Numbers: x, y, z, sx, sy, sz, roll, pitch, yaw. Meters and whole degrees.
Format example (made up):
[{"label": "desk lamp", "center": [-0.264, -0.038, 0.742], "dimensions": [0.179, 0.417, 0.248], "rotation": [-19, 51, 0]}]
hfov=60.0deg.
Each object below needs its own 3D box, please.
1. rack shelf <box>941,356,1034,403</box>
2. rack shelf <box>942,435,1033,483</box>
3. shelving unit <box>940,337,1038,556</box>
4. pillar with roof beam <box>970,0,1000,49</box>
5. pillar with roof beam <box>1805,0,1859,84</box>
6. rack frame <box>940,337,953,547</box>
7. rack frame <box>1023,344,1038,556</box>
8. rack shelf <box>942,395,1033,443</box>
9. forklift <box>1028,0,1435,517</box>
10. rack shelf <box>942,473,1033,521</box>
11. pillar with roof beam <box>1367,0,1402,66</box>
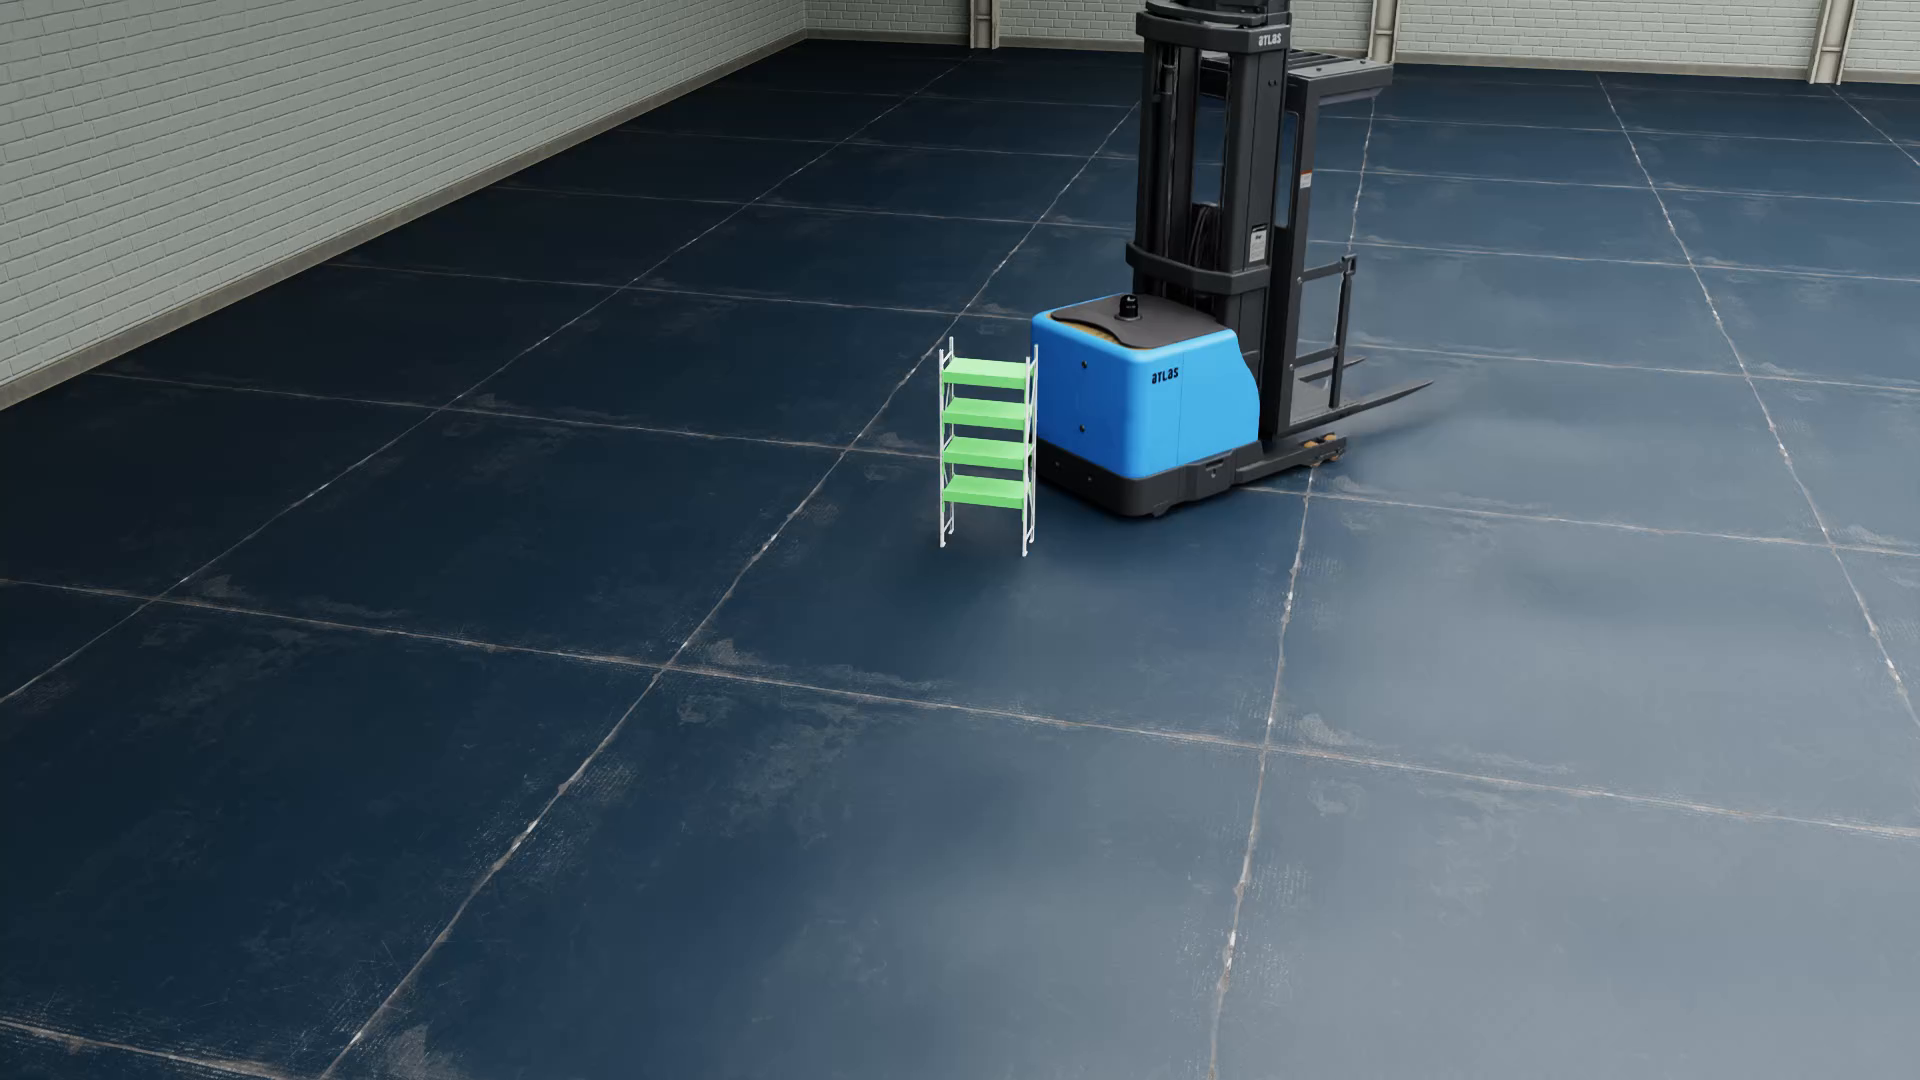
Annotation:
[{"label": "rack shelf", "center": [0.160, -0.900, 9.276], "dimensions": [0.480, 0.148, 0.258], "rotation": [6, 26, 13]}, {"label": "rack shelf", "center": [0.160, -0.466, 9.482], "dimensions": [0.480, 0.148, 0.258], "rotation": [6, 26, 13]}, {"label": "shelving unit", "center": [0.160, -0.524, 9.455], "dimensions": [0.503, 1.200, 0.258], "rotation": [6, 26, 13]}, {"label": "pillar with roof beam", "center": [-0.688, -9.932, 20.143], "dimensions": [0.400, 9.000, 9.100], "rotation": [6, 26, 13]}, {"label": "pillar with roof beam", "center": [10.934, -8.647, 17.444], "dimensions": [0.400, 9.000, 9.100], "rotation": [6, 26, 13]}, {"label": "rack frame", "center": [-0.076, -0.550, 9.510], "dimensions": [0.015, 1.200, 0.240], "rotation": [6, 26, 13]}, {"label": "rack frame", "center": [0.397, -0.498, 9.400], "dimensions": [0.015, 1.200, 0.240], "rotation": [6, 26, 13]}, {"label": "rack shelf", "center": [0.160, -0.683, 9.379], "dimensions": [0.480, 0.148, 0.258], "rotation": [6, 26, 13]}, {"label": "forklift", "center": [1.898, -1.953, 10.442], "dimensions": [3.031, 2.935, 1.130], "rotation": [-18, 31, -33]}, {"label": "rack shelf", "center": [0.160, -0.250, 9.585], "dimensions": [0.480, 0.148, 0.258], "rotation": [6, 26, 13]}, {"label": "pillar with roof beam", "center": [5.123, -9.290, 18.794], "dimensions": [0.400, 9.000, 9.100], "rotation": [6, 26, 13]}]
